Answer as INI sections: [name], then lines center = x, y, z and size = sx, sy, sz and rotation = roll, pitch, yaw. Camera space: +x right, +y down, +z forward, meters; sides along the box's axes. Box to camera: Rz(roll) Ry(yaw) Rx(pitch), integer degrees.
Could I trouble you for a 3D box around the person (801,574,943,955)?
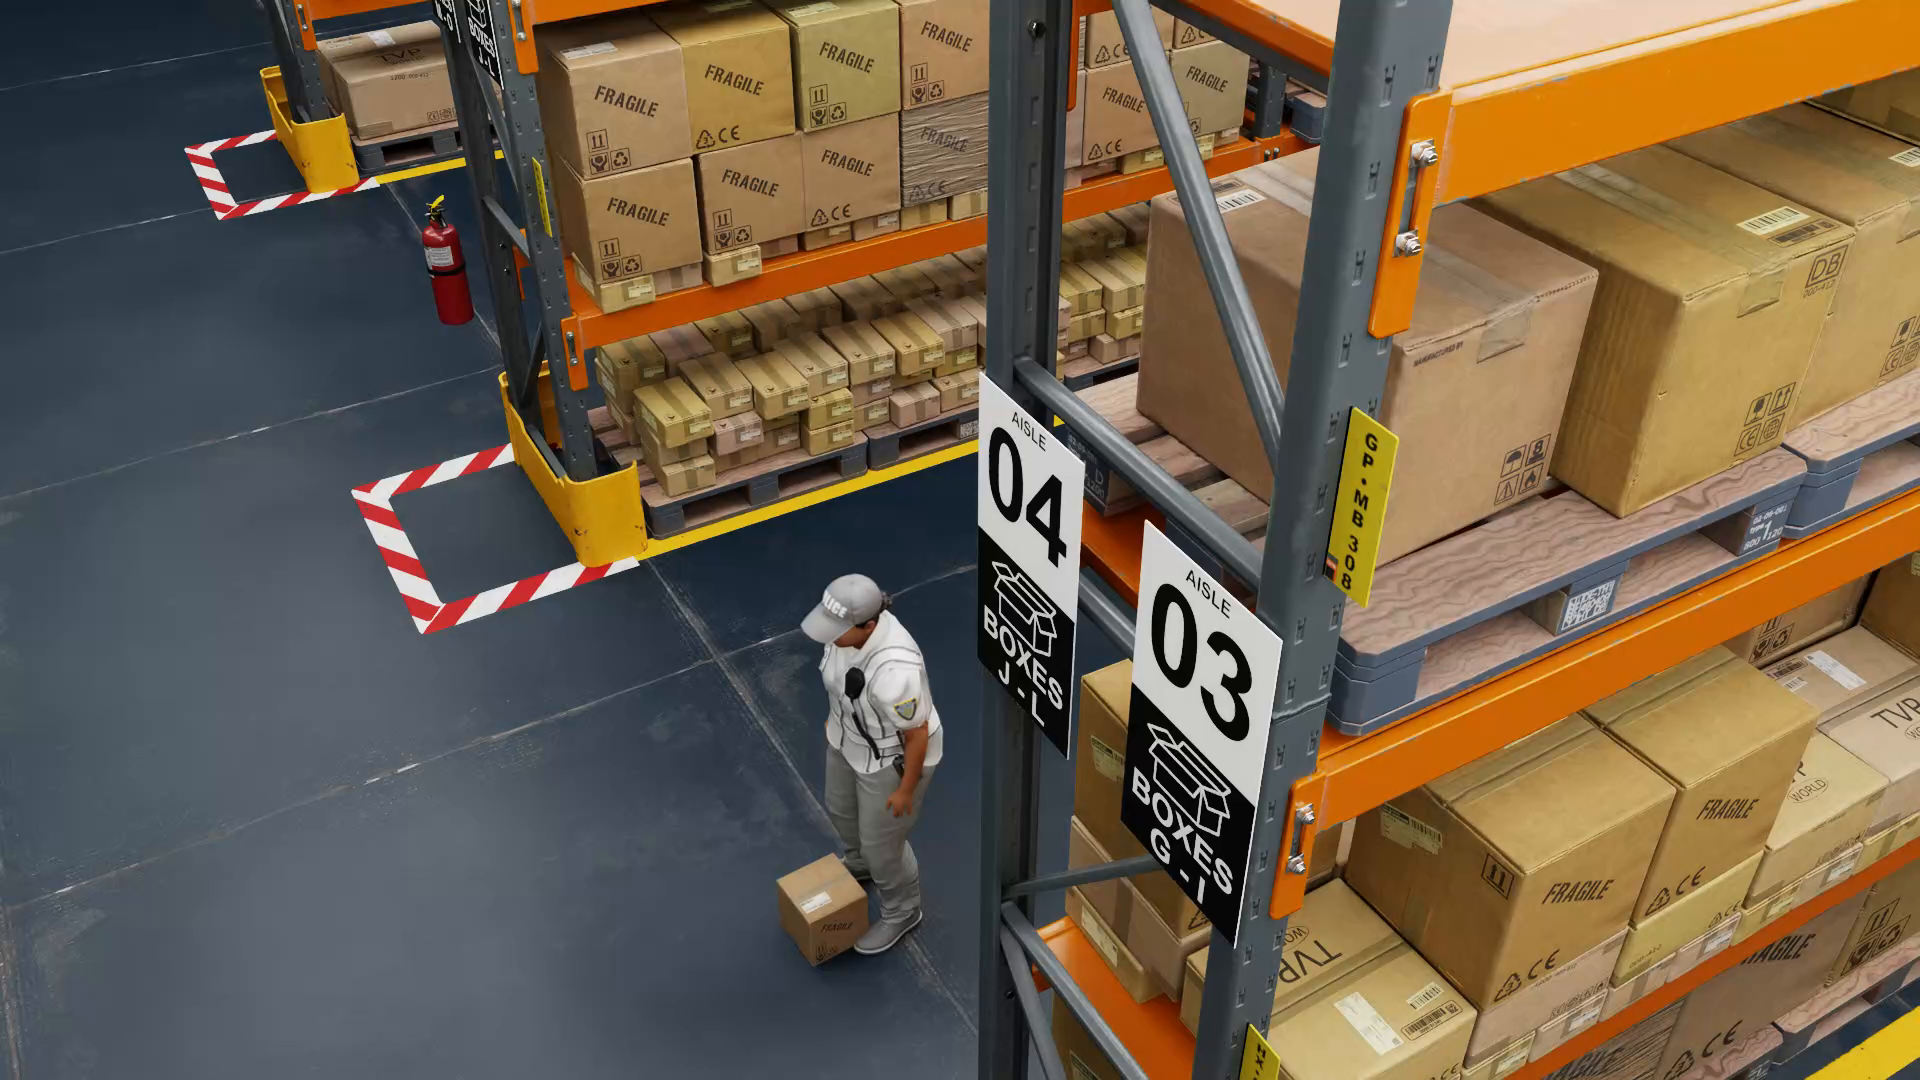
[person]
center = -0.328, 0.756, 5.920
size = 0.468, 1.664, 0.552
rotation = -21, 42, -26
